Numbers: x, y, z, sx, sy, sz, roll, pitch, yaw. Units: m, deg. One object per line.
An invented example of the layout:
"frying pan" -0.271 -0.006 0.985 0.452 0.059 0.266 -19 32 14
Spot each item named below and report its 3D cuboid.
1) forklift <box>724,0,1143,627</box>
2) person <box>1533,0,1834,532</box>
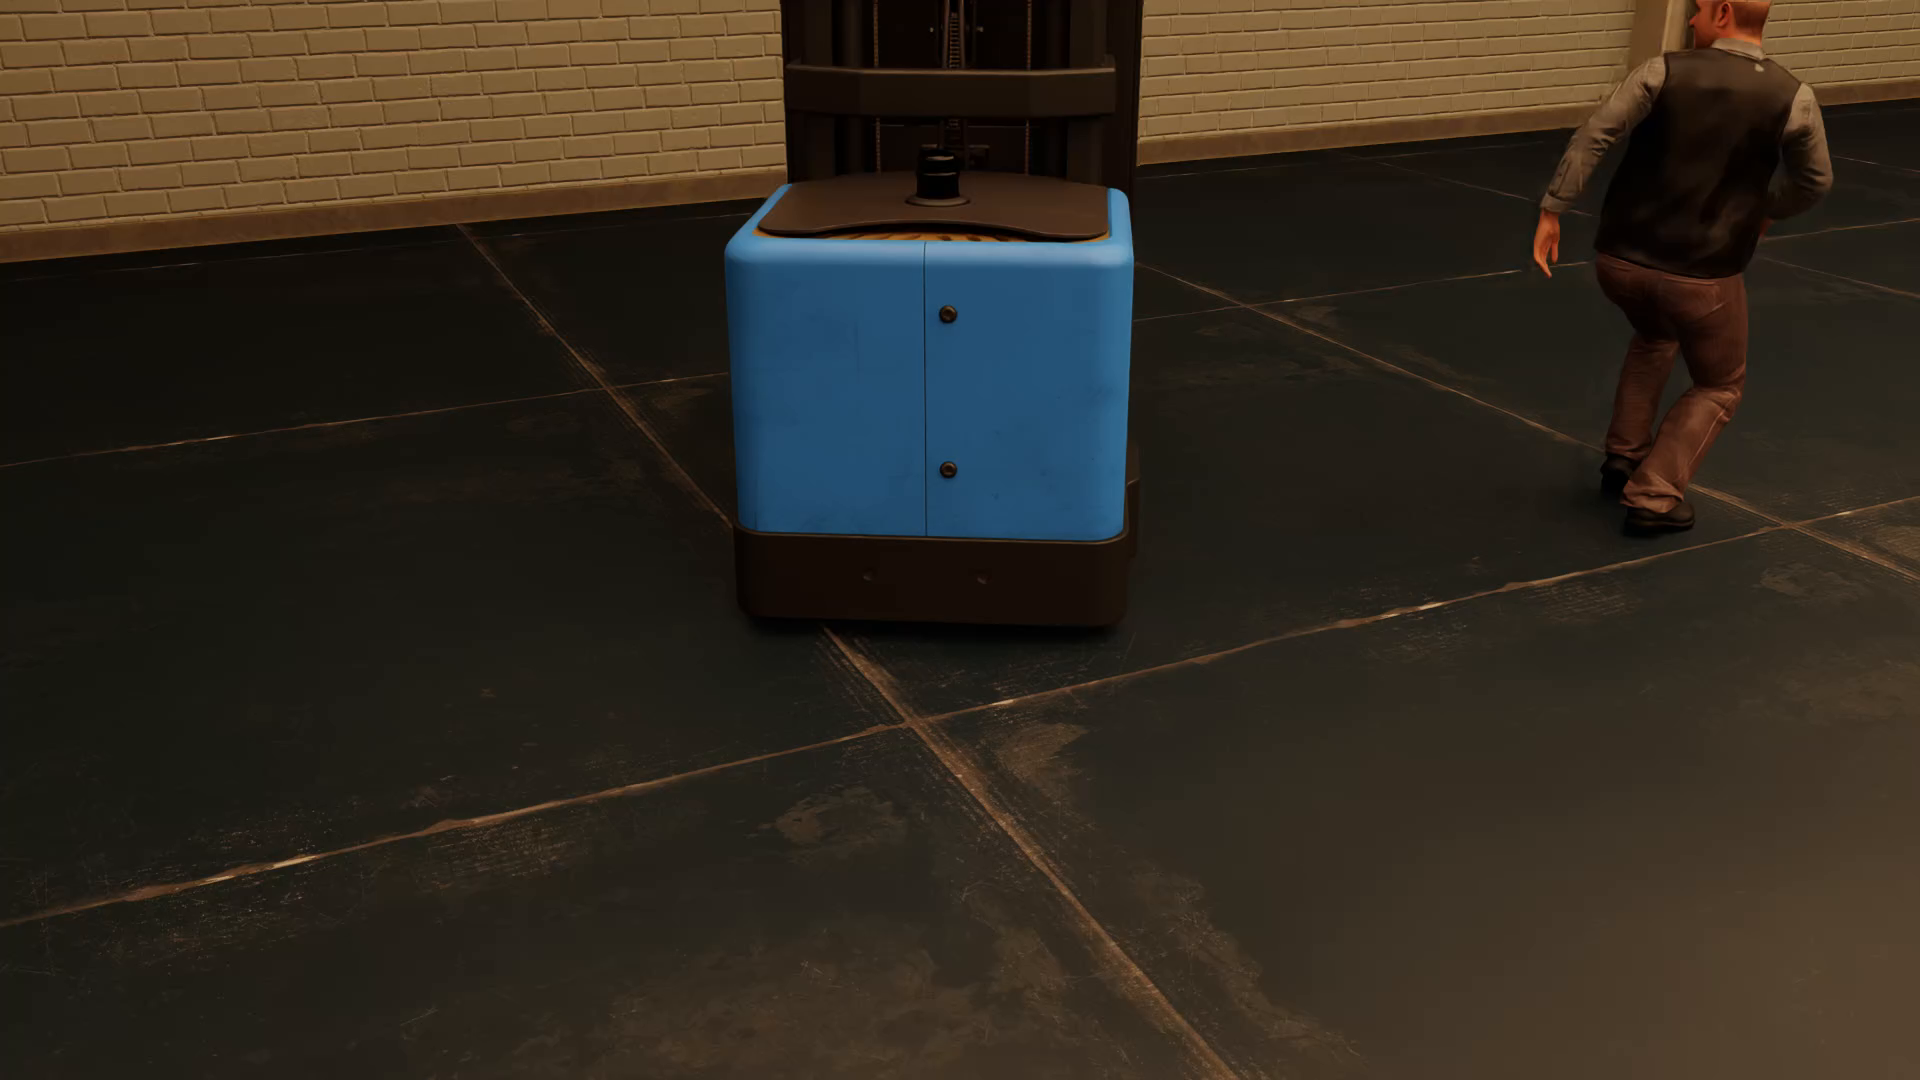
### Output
"forklift" 0.023 -1.648 5.254 1.130 2.935 3.031 2 23 4
"person" 2.157 -0.815 4.976 0.655 1.701 0.746 21 30 41
